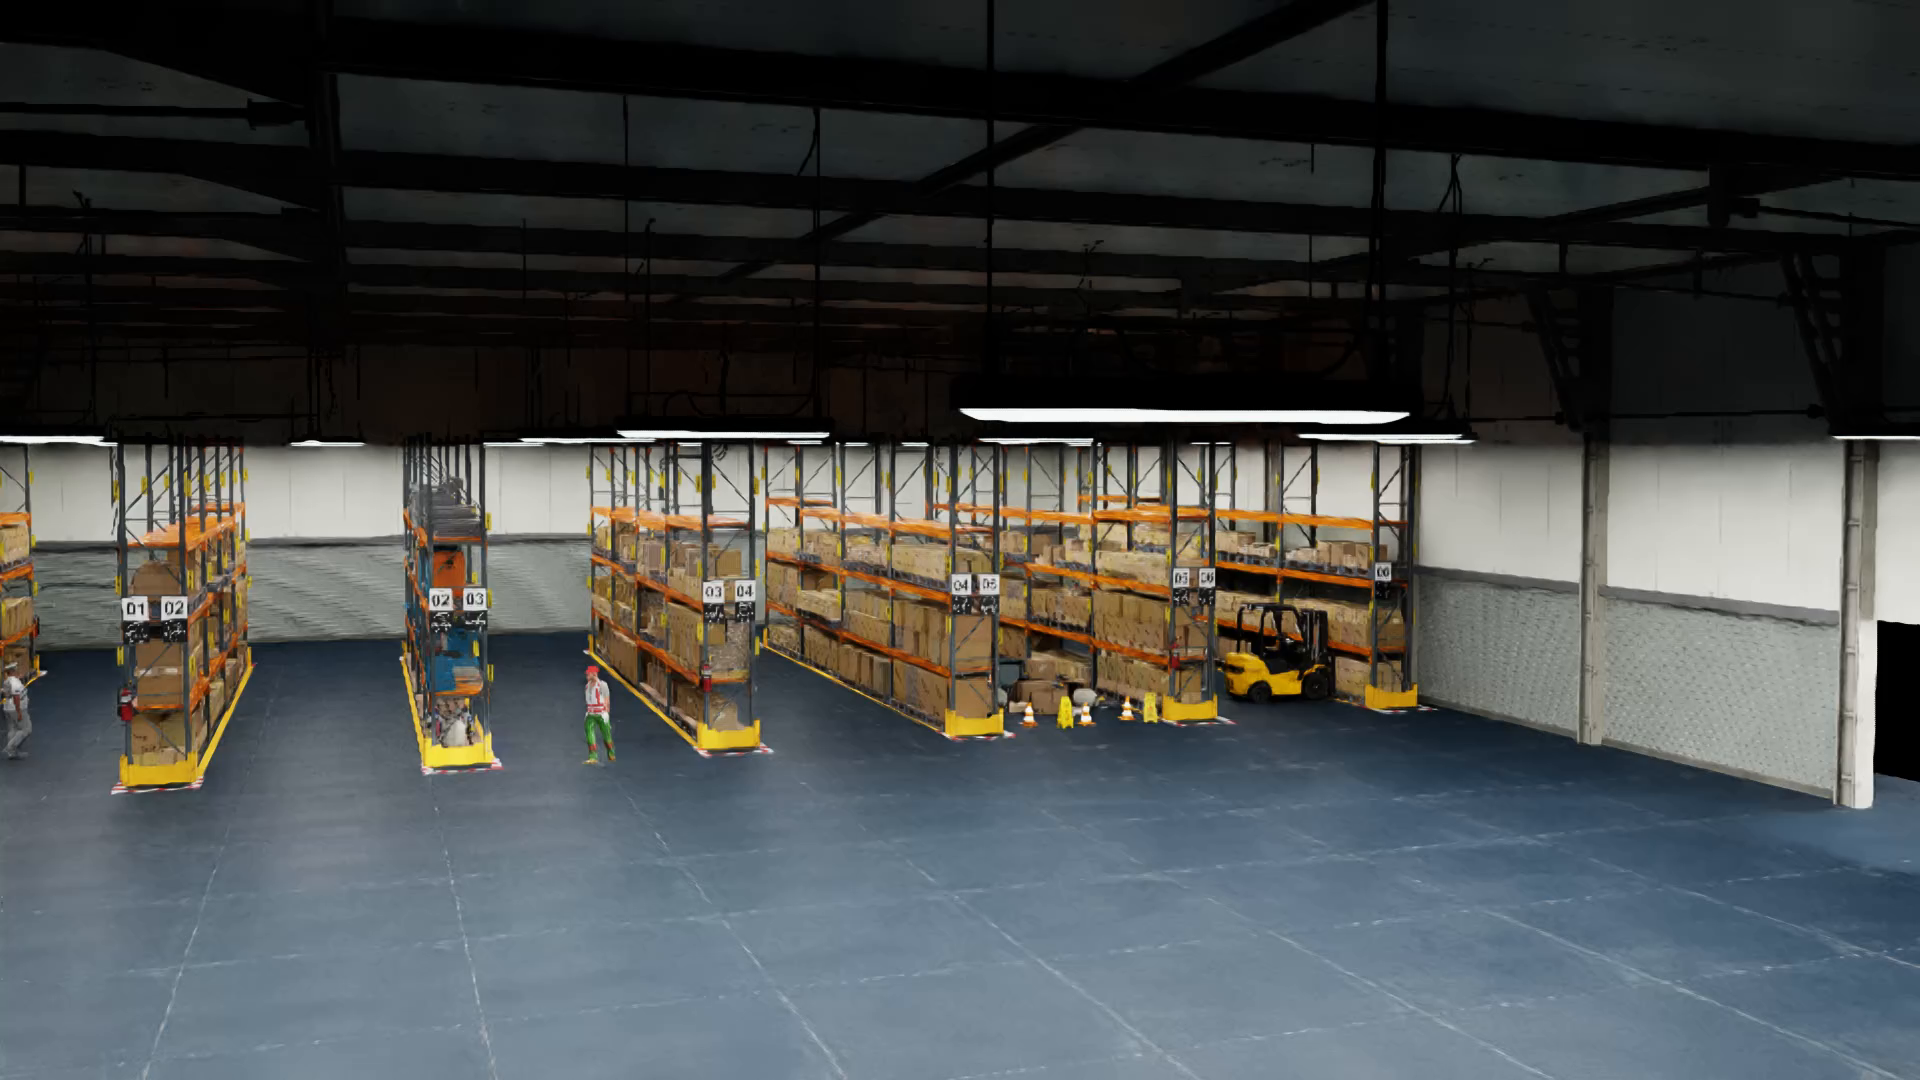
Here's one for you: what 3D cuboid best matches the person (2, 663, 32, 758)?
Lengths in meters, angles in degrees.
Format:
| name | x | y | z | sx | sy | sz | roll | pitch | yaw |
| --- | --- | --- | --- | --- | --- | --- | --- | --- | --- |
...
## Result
| name | x | y | z | sx | sy | sz | roll | pitch | yaw |
| --- | --- | --- | --- | --- | --- | --- | --- | --- | --- |
| person | -17.394 | 3.146 | 30.596 | 0.587 | 1.754 | 0.470 | 3 | 4 | 42 |

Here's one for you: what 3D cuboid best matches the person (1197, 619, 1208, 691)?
| name | x | y | z | sx | sy | sz | roll | pitch | yaw |
| --- | --- | --- | --- | --- | --- | --- | --- | --- | --- |
| person | 5.685 | 2.705 | 39.197 | 0.465 | 1.676 | 0.498 | 1 | 3 | 9 |

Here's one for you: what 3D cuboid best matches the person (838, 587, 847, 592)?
| name | x | y | z | sx | sy | sz | roll | pitch | yaw |
| --- | --- | --- | --- | --- | --- | --- | --- | --- | --- |
| person | -3.511 | 2.099 | 50.209 | 0.570 | 1.666 | 0.382 | 3 | 4 | 39 |

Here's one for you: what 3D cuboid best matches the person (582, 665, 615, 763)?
| name | x | y | z | sx | sy | sz | roll | pitch | yaw |
| --- | --- | --- | --- | --- | --- | --- | --- | --- | --- |
| person | -6.592 | 3.162 | 30.284 | 0.569 | 1.780 | 0.599 | 2 | 4 | 27 |
